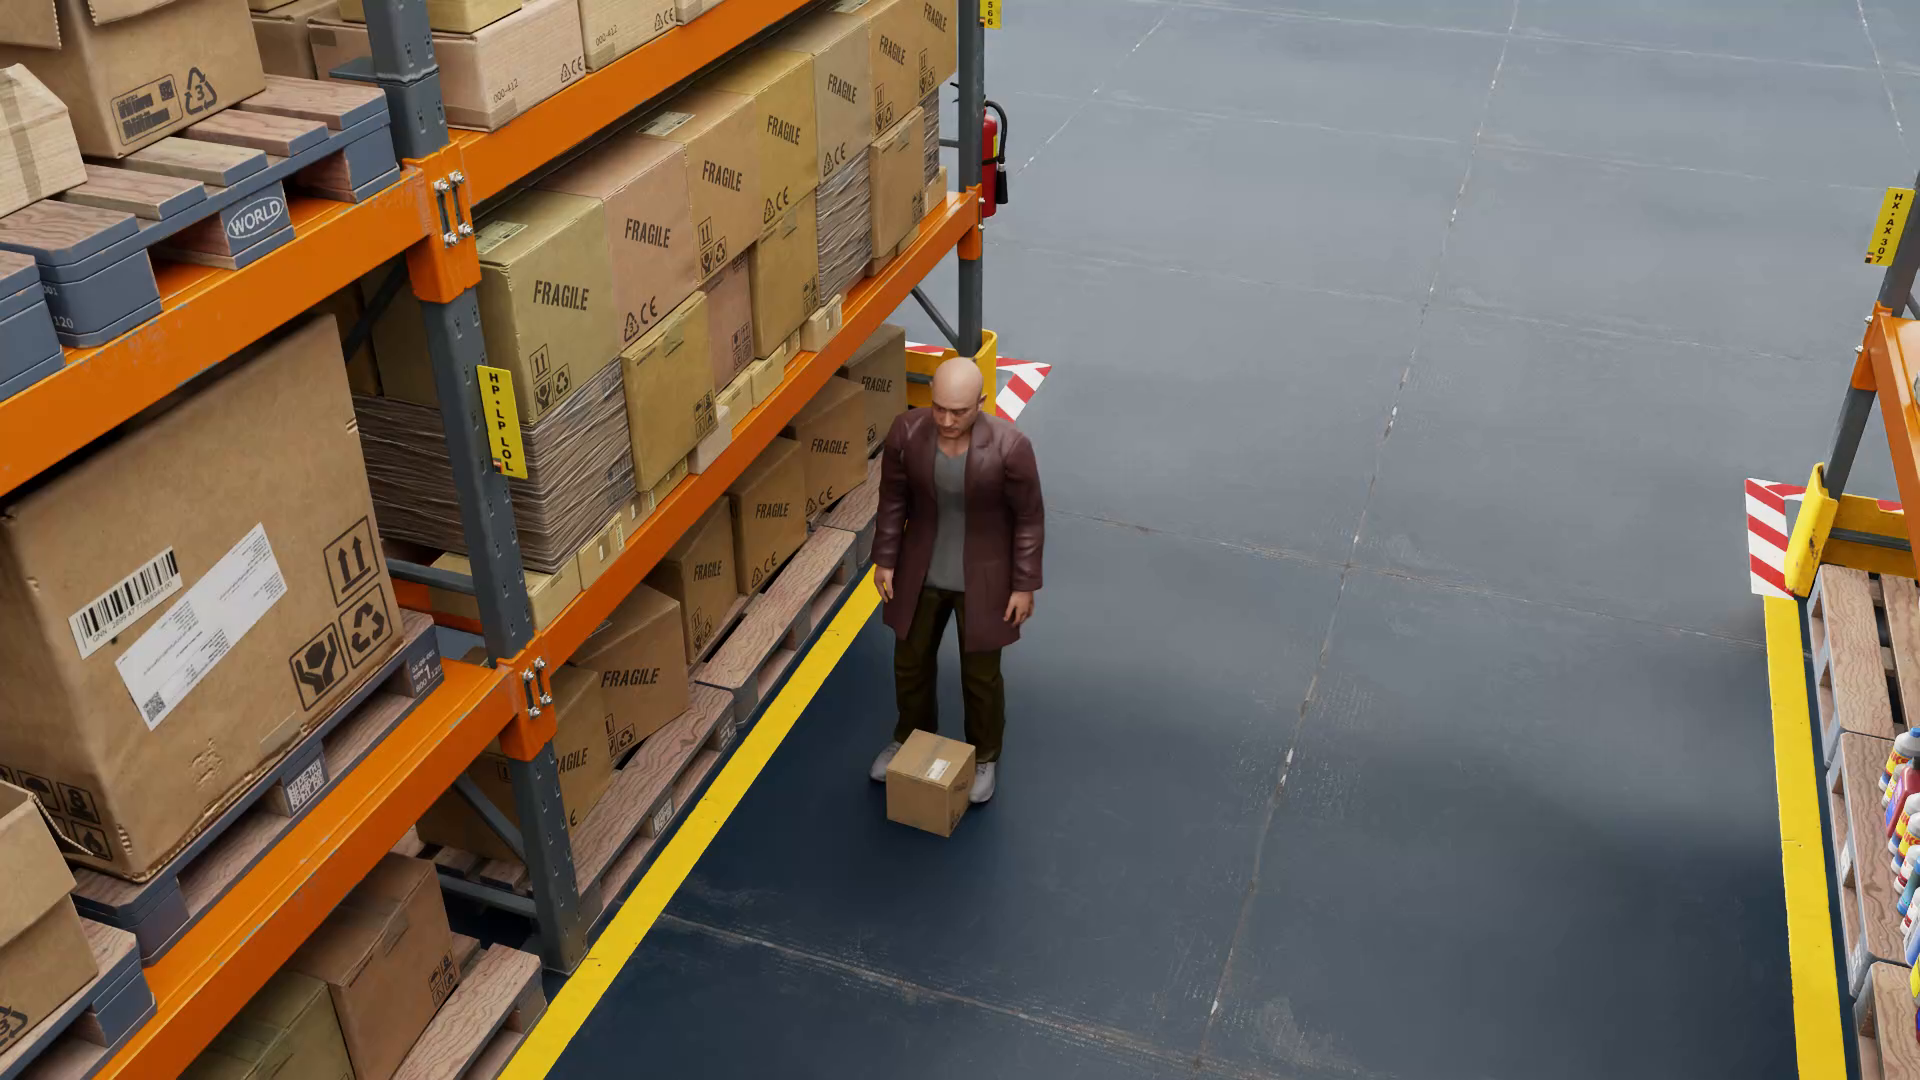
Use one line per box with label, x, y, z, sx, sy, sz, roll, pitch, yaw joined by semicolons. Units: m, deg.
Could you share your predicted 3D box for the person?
person;-0.018;0.131;5.952;0.642;1.772;0.428;10;34;15
